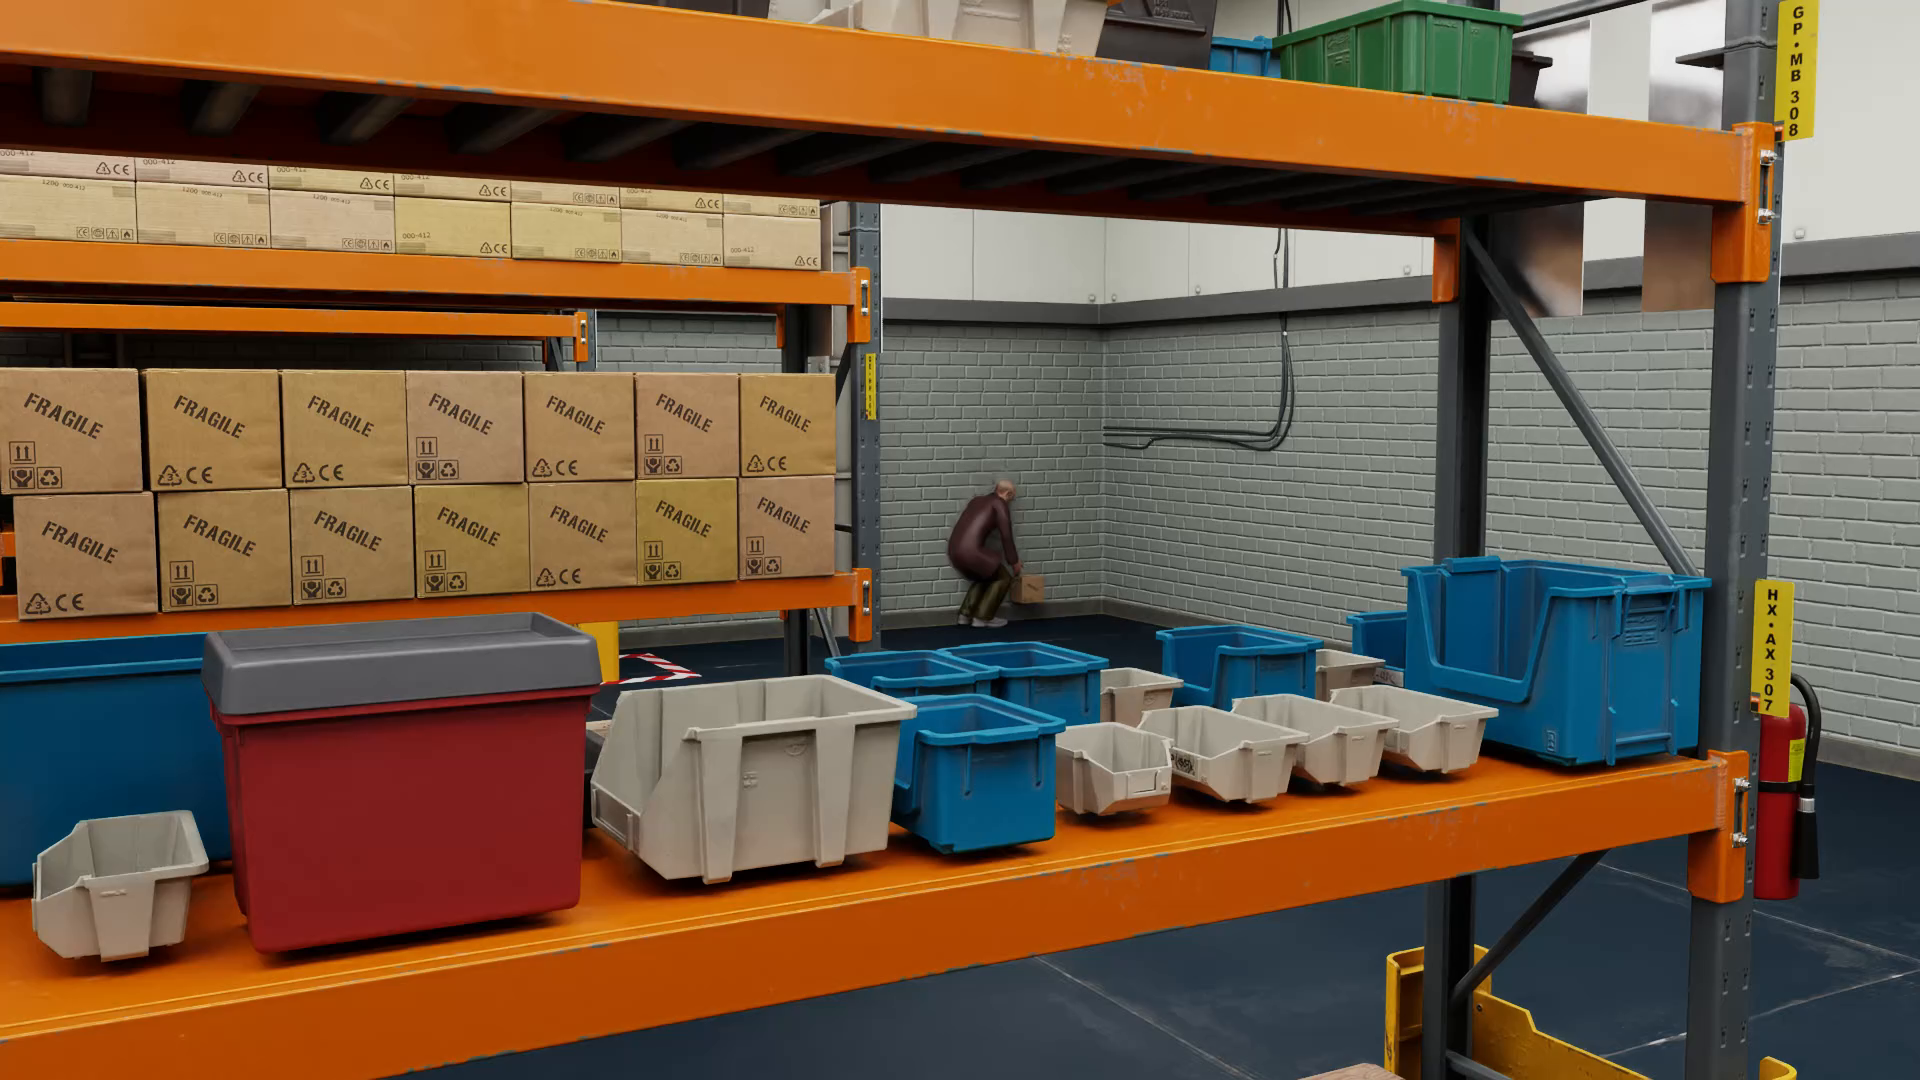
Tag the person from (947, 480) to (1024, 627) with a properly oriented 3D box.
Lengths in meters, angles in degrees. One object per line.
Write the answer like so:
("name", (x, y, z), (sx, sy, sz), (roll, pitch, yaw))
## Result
("person", (0.218, 0.124, 16.003), (0.735, 1.395, 0.631), (-3, 6, -29))
